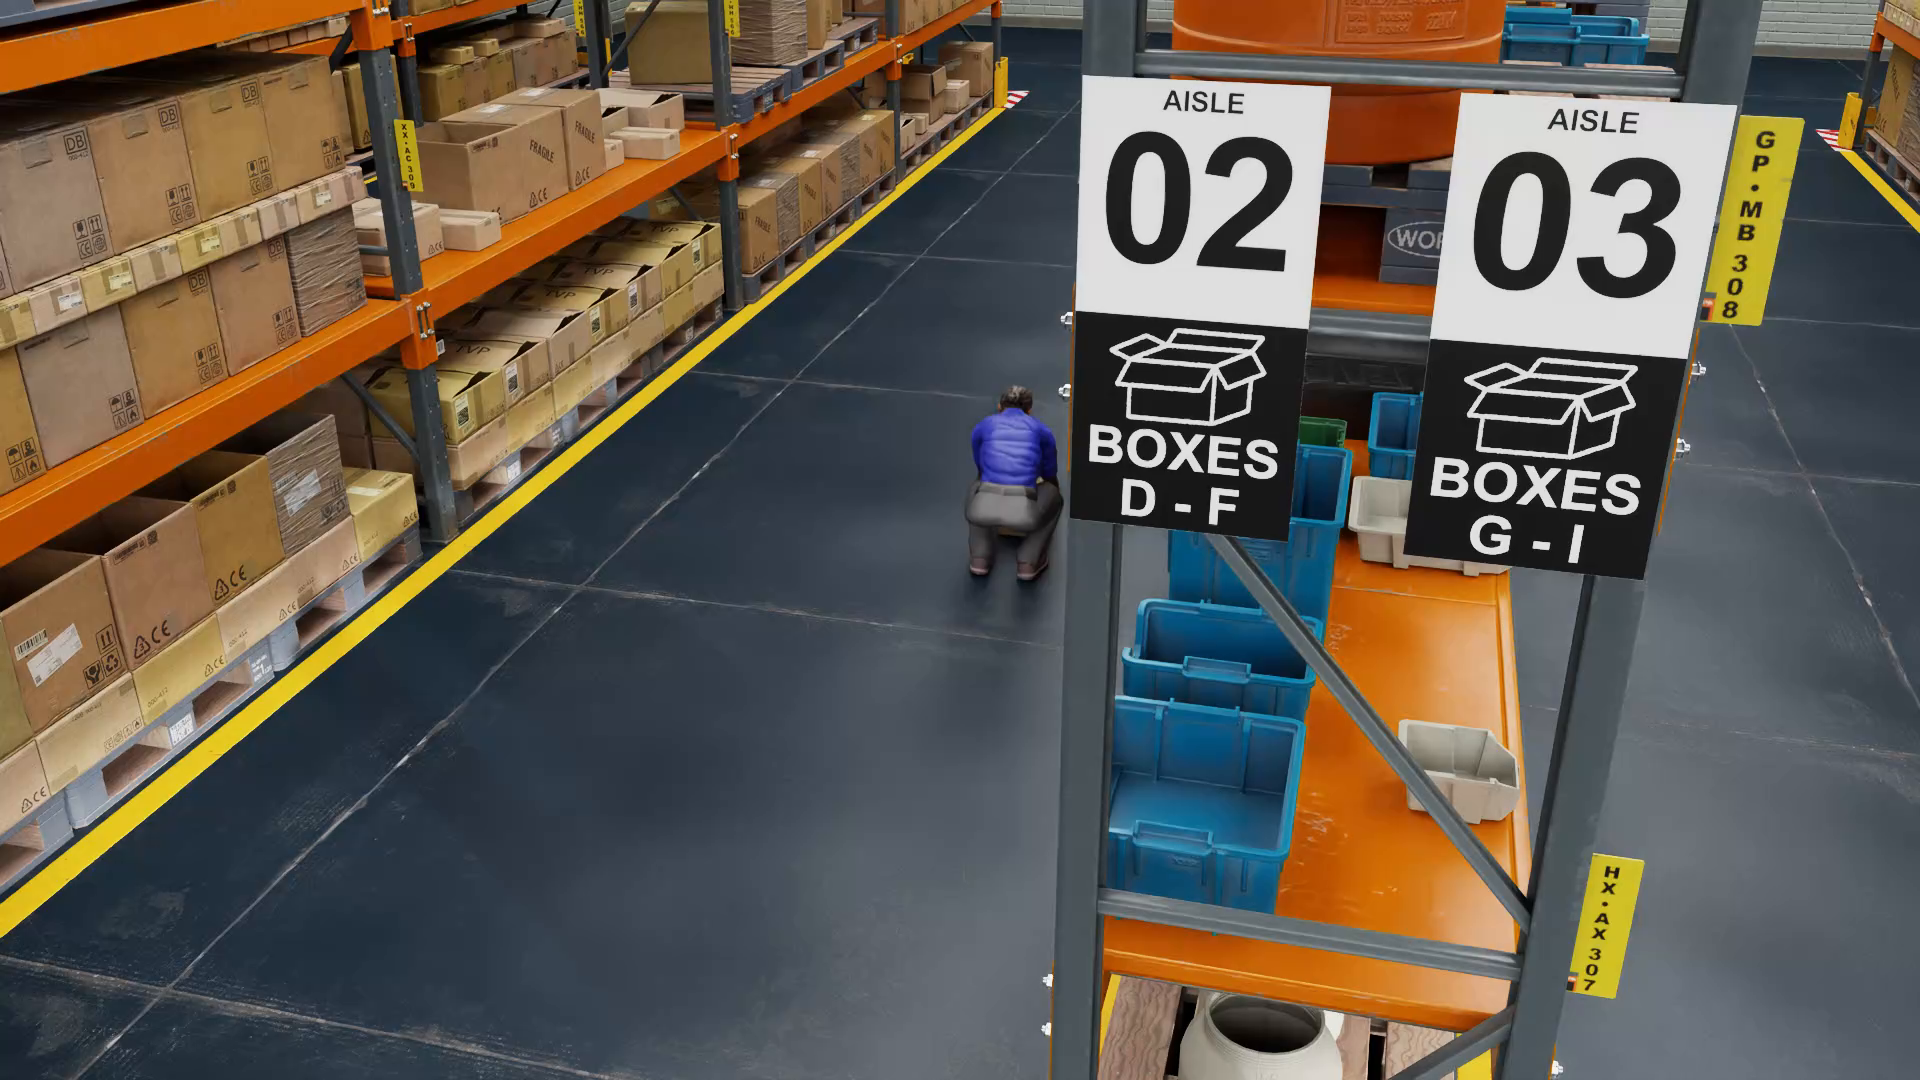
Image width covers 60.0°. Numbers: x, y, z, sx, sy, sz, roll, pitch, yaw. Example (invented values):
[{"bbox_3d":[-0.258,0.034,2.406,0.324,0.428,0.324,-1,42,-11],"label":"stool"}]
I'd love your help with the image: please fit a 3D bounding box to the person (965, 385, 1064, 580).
[{"bbox_3d":[0.265,-0.279,8.219,0.480,0.810,0.813,6,26,13],"label":"person"}]
